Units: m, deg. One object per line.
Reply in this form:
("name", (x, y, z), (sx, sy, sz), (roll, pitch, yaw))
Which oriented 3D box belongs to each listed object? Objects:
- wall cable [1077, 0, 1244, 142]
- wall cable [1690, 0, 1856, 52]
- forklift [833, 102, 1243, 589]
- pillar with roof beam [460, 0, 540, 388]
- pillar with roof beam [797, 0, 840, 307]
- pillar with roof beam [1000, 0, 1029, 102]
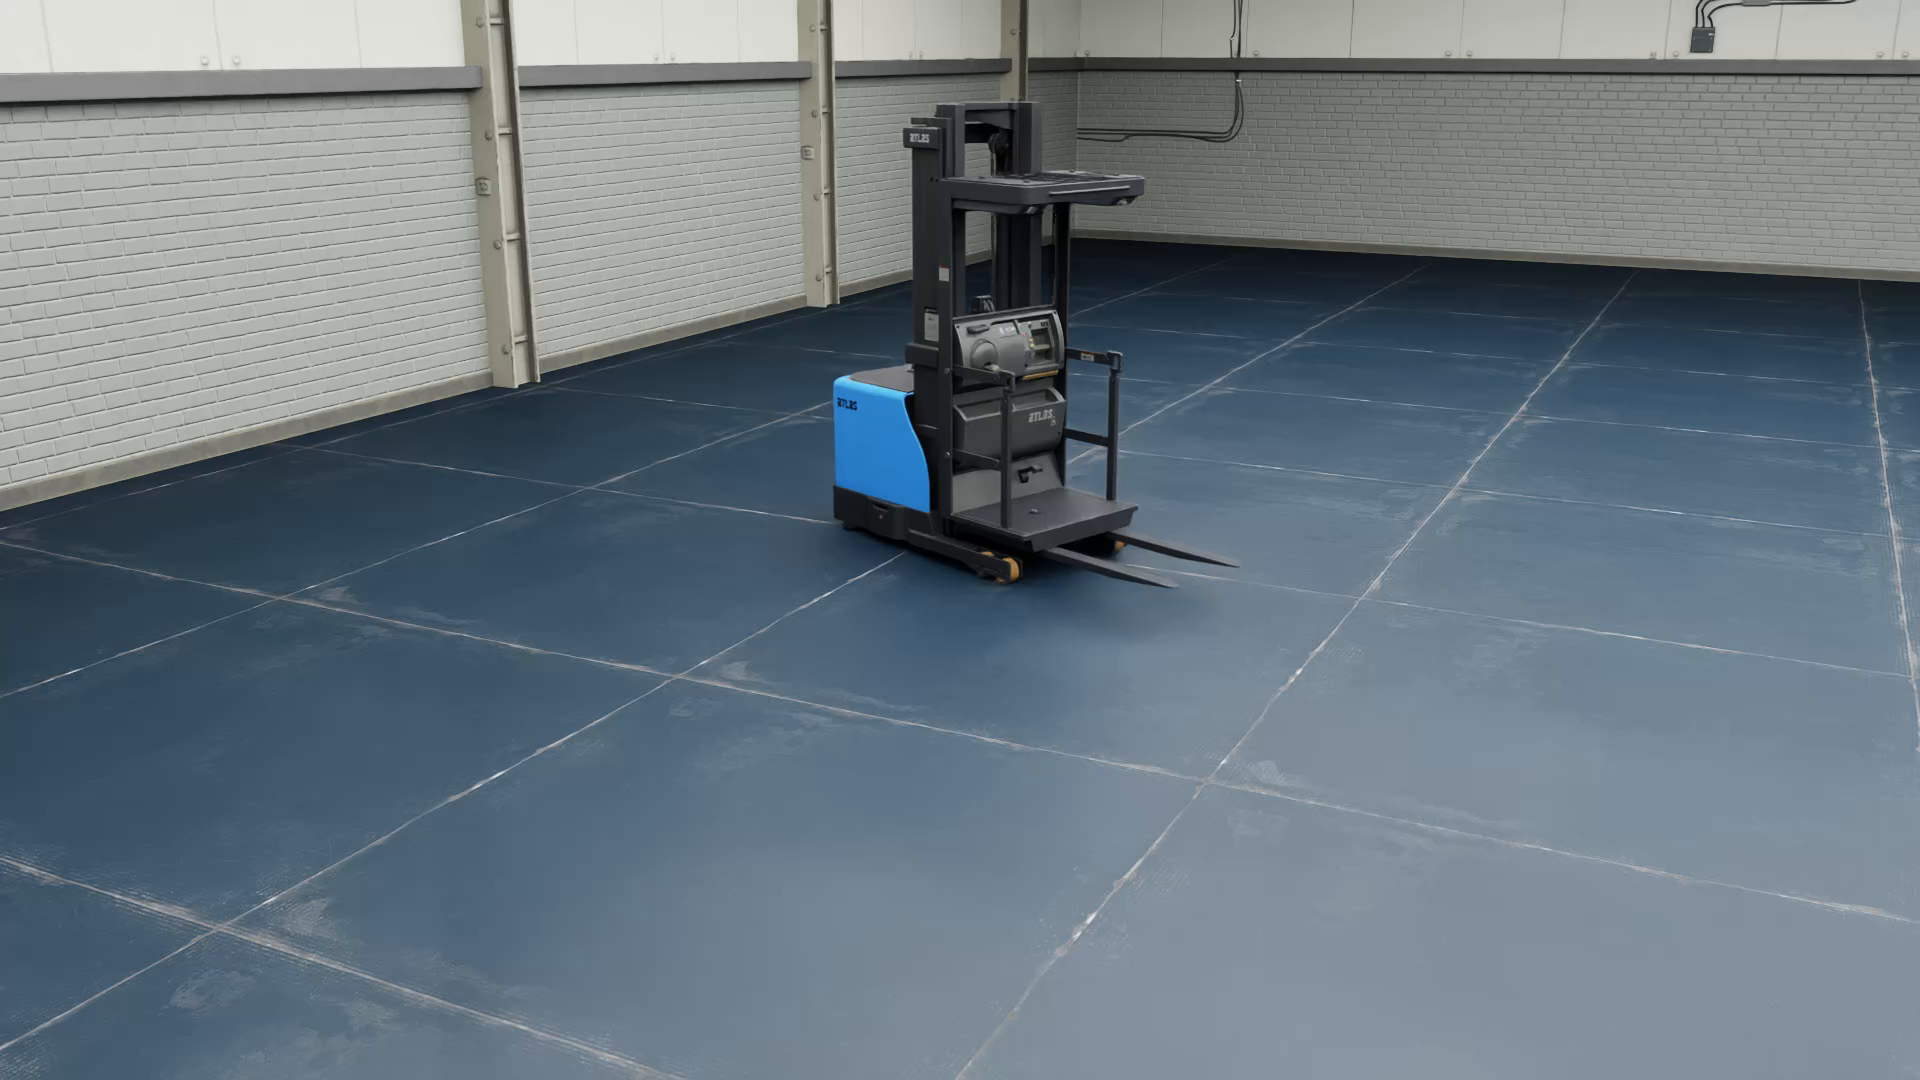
("wall cable", (3.356, -8.052, 28.282), (3.097, 2.526, 0.112), (8, 18, 25))
("wall cable", (11.842, -9.959, 23.276), (2.305, 6.003, 0.169), (8, 18, 25))
("forklift", (0.472, -1.290, 10.720), (1.130, 2.935, 3.031), (-15, 22, -41))
("pillar with roof beam", (-0.654, -5.354, 13.745), (9.100, 9.000, 0.400), (8, 18, 25))
("pillar with roof beam", (2.027, -6.882, 18.891), (9.100, 9.000, 0.400), (8, 18, 25))
("pillar with roof beam", (4.708, -8.411, 24.036), (9.100, 9.000, 0.400), (8, 18, 25))
